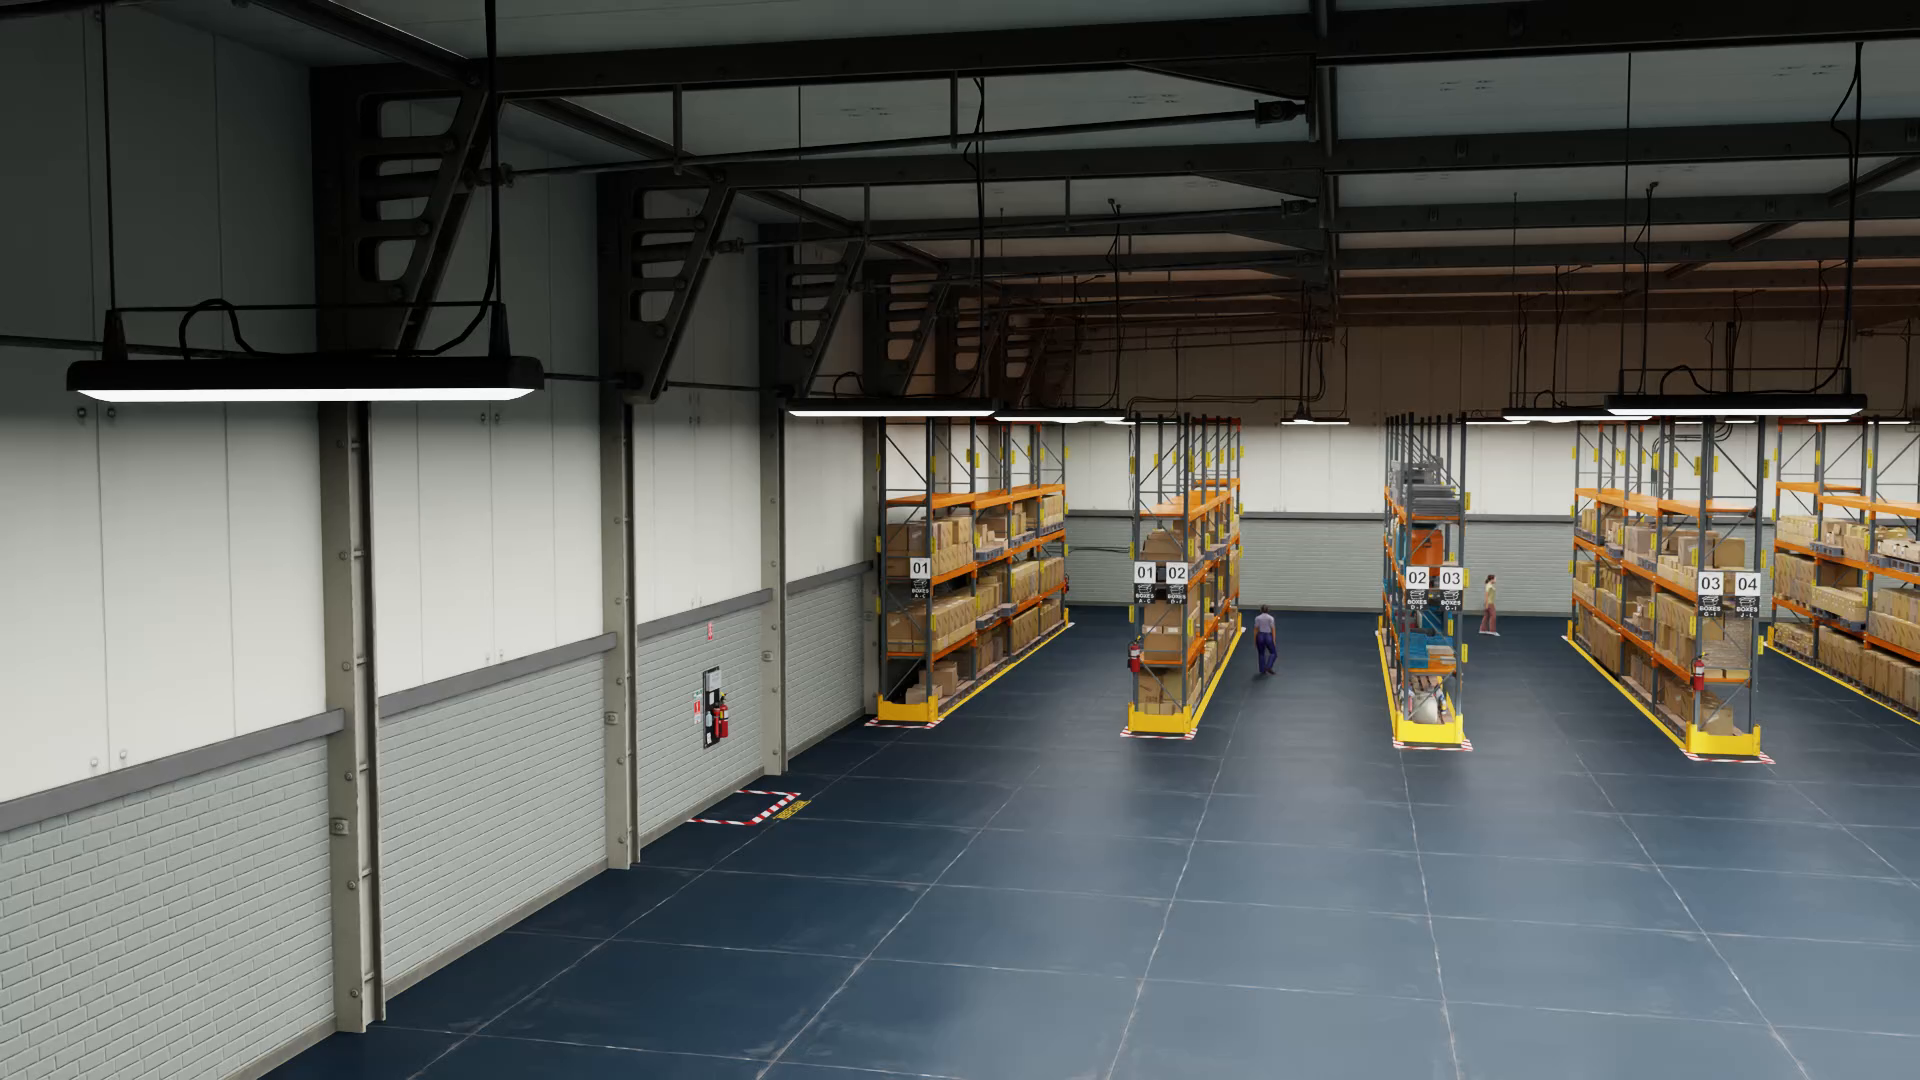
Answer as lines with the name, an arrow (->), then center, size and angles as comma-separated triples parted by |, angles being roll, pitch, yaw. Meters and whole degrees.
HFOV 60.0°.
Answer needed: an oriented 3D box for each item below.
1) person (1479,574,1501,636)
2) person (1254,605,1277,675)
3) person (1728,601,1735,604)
person -> 14.659, 1.795, 45.927 | 0.568, 1.706, 0.484 | 1, 4, 16
person -> 7.037, 2.315, 38.339 | 0.539, 1.646, 0.499 | 1, 4, 21
person -> 20.644, 1.921, 44.554 | 0.460, 1.543, 0.752 | 2, 4, 30
